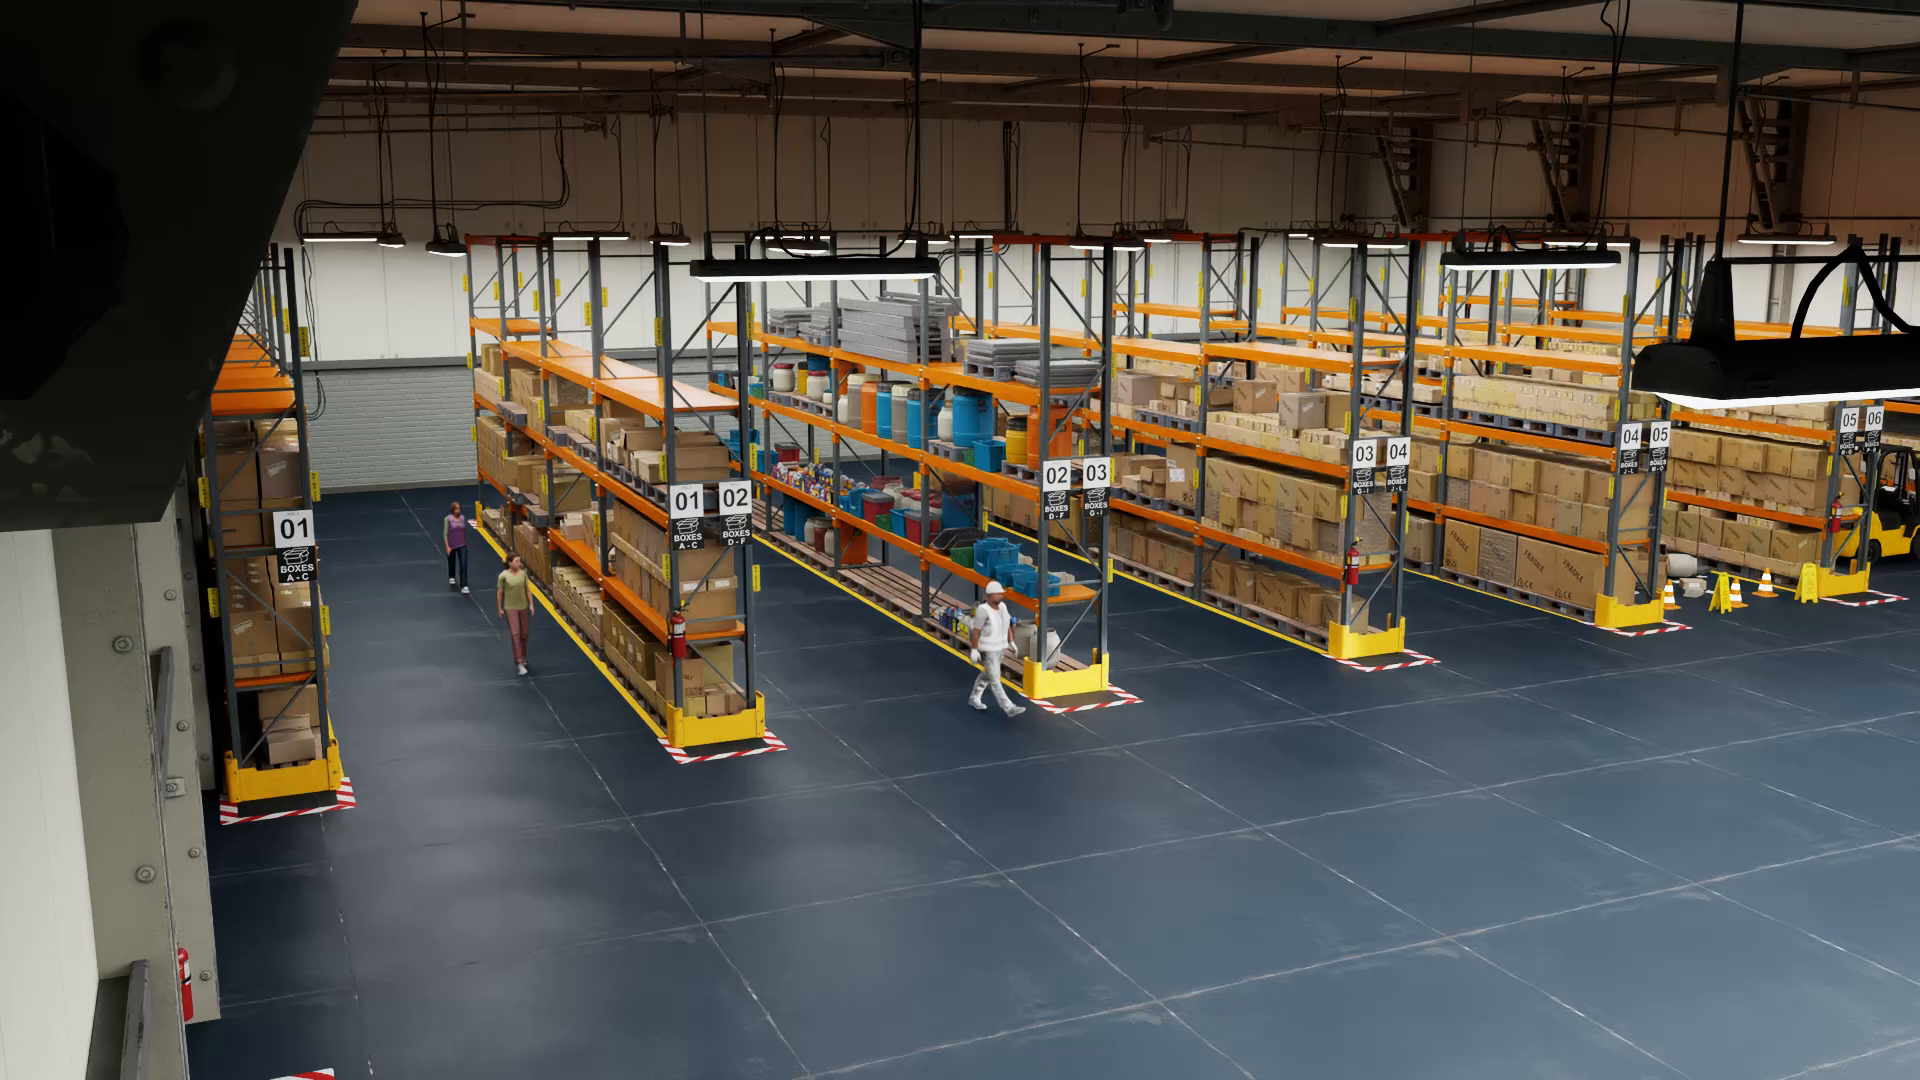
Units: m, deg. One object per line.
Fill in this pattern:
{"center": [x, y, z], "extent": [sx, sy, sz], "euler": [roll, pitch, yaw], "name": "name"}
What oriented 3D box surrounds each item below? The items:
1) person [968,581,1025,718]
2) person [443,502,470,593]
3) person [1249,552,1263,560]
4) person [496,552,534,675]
{"center": [0.511, 1.388, 21.286], "extent": [1.056, 1.723, 0.578], "euler": [8, 13, 34], "name": "person"}
{"center": [-8.654, 0.099, 28.500], "extent": [0.411, 1.536, 0.994], "euler": [-5, 12, -25], "name": "person"}
{"center": [5.558, -0.519, 31.106], "extent": [0.467, 1.791, 0.602], "euler": [9, 14, 38], "name": "person"}
{"center": [-6.236, 1.019, 23.586], "extent": [0.471, 1.669, 0.745], "euler": [-8, 14, -37], "name": "person"}
